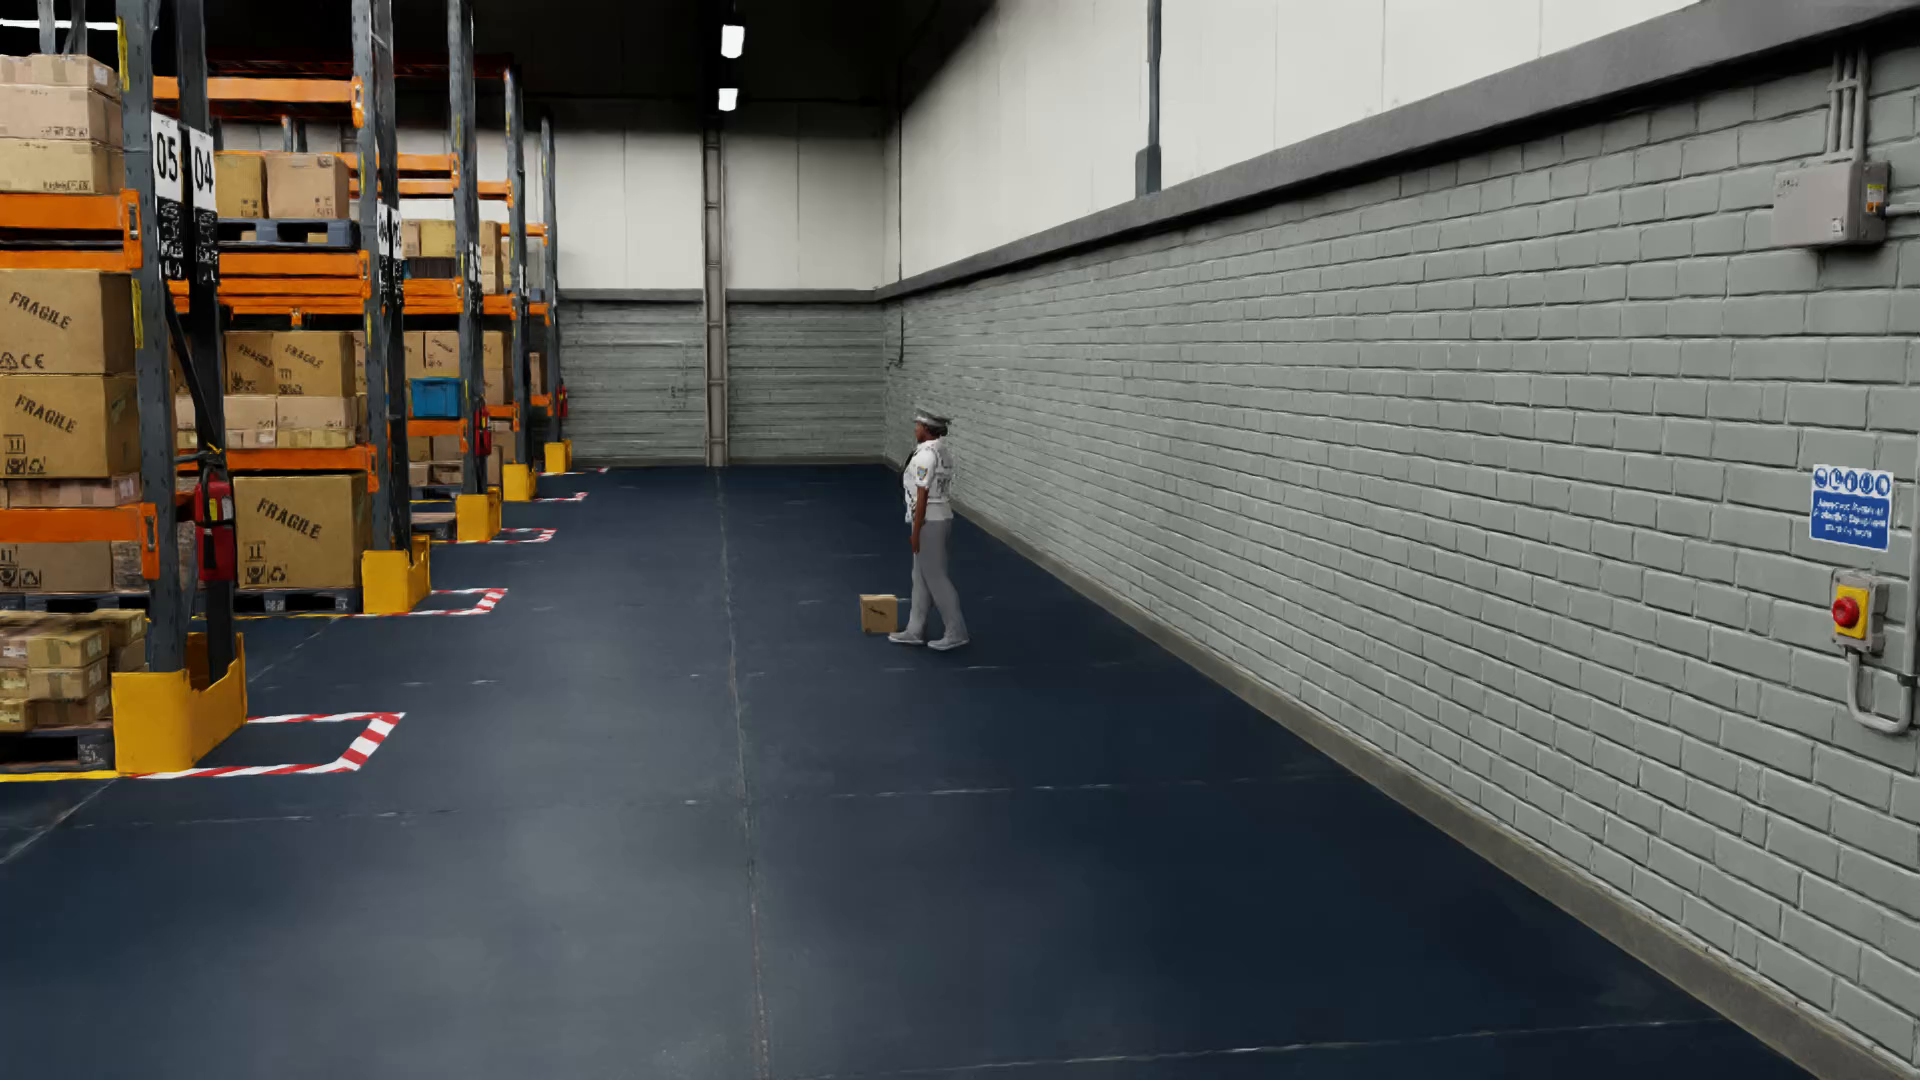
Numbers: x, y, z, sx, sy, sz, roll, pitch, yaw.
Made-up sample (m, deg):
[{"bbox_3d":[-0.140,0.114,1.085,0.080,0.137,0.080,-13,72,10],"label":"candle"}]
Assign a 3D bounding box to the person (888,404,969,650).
[{"bbox_3d":[-0.233,-0.095,11.490,0.635,1.674,0.441,2,7,15],"label":"person"}]
